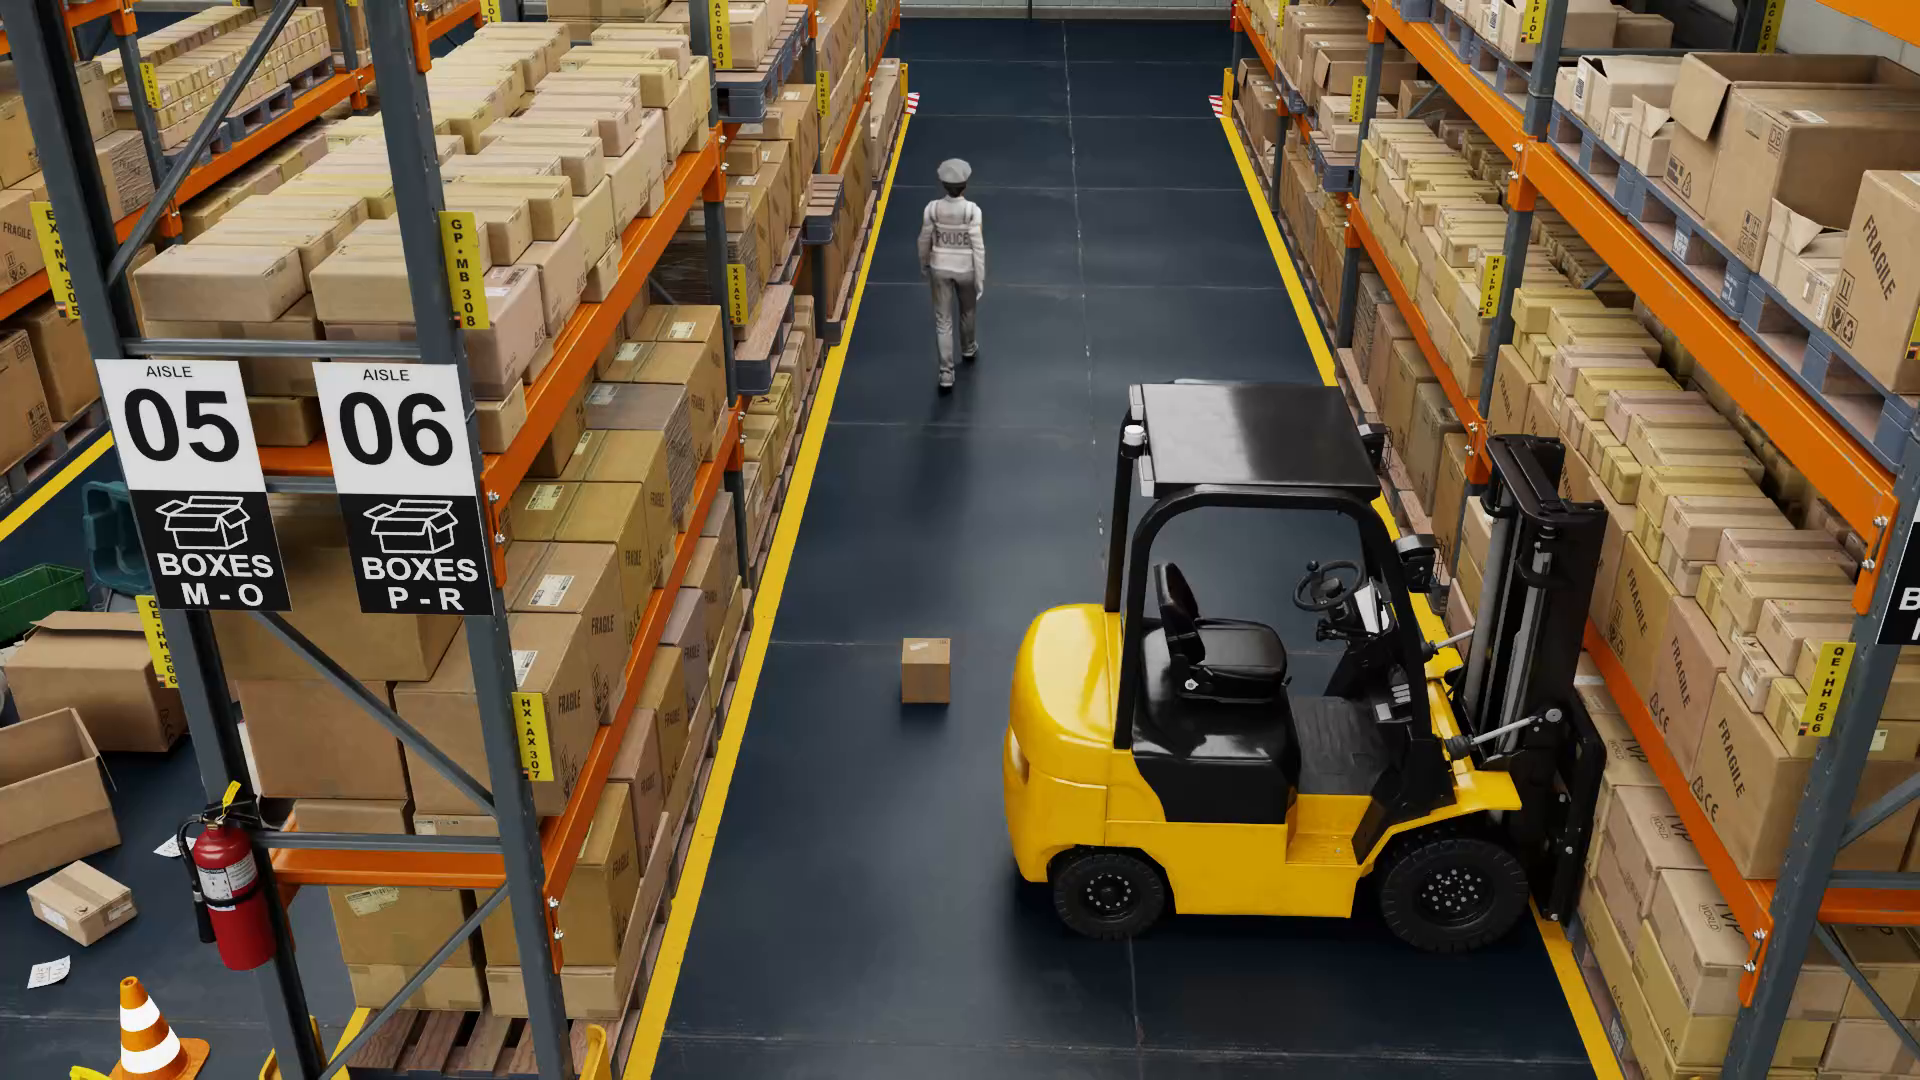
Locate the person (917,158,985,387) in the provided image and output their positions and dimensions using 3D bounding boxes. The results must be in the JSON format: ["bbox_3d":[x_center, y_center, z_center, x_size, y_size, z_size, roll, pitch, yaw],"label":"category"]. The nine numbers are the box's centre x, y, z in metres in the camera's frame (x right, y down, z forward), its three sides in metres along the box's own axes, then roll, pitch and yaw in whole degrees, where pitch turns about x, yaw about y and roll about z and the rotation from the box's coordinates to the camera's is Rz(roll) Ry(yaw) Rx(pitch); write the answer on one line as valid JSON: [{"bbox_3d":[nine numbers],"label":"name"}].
[{"bbox_3d":[-0.064,-2.049,12.396,0.505,1.630,0.969,1,28,1],"label":"person"}]
